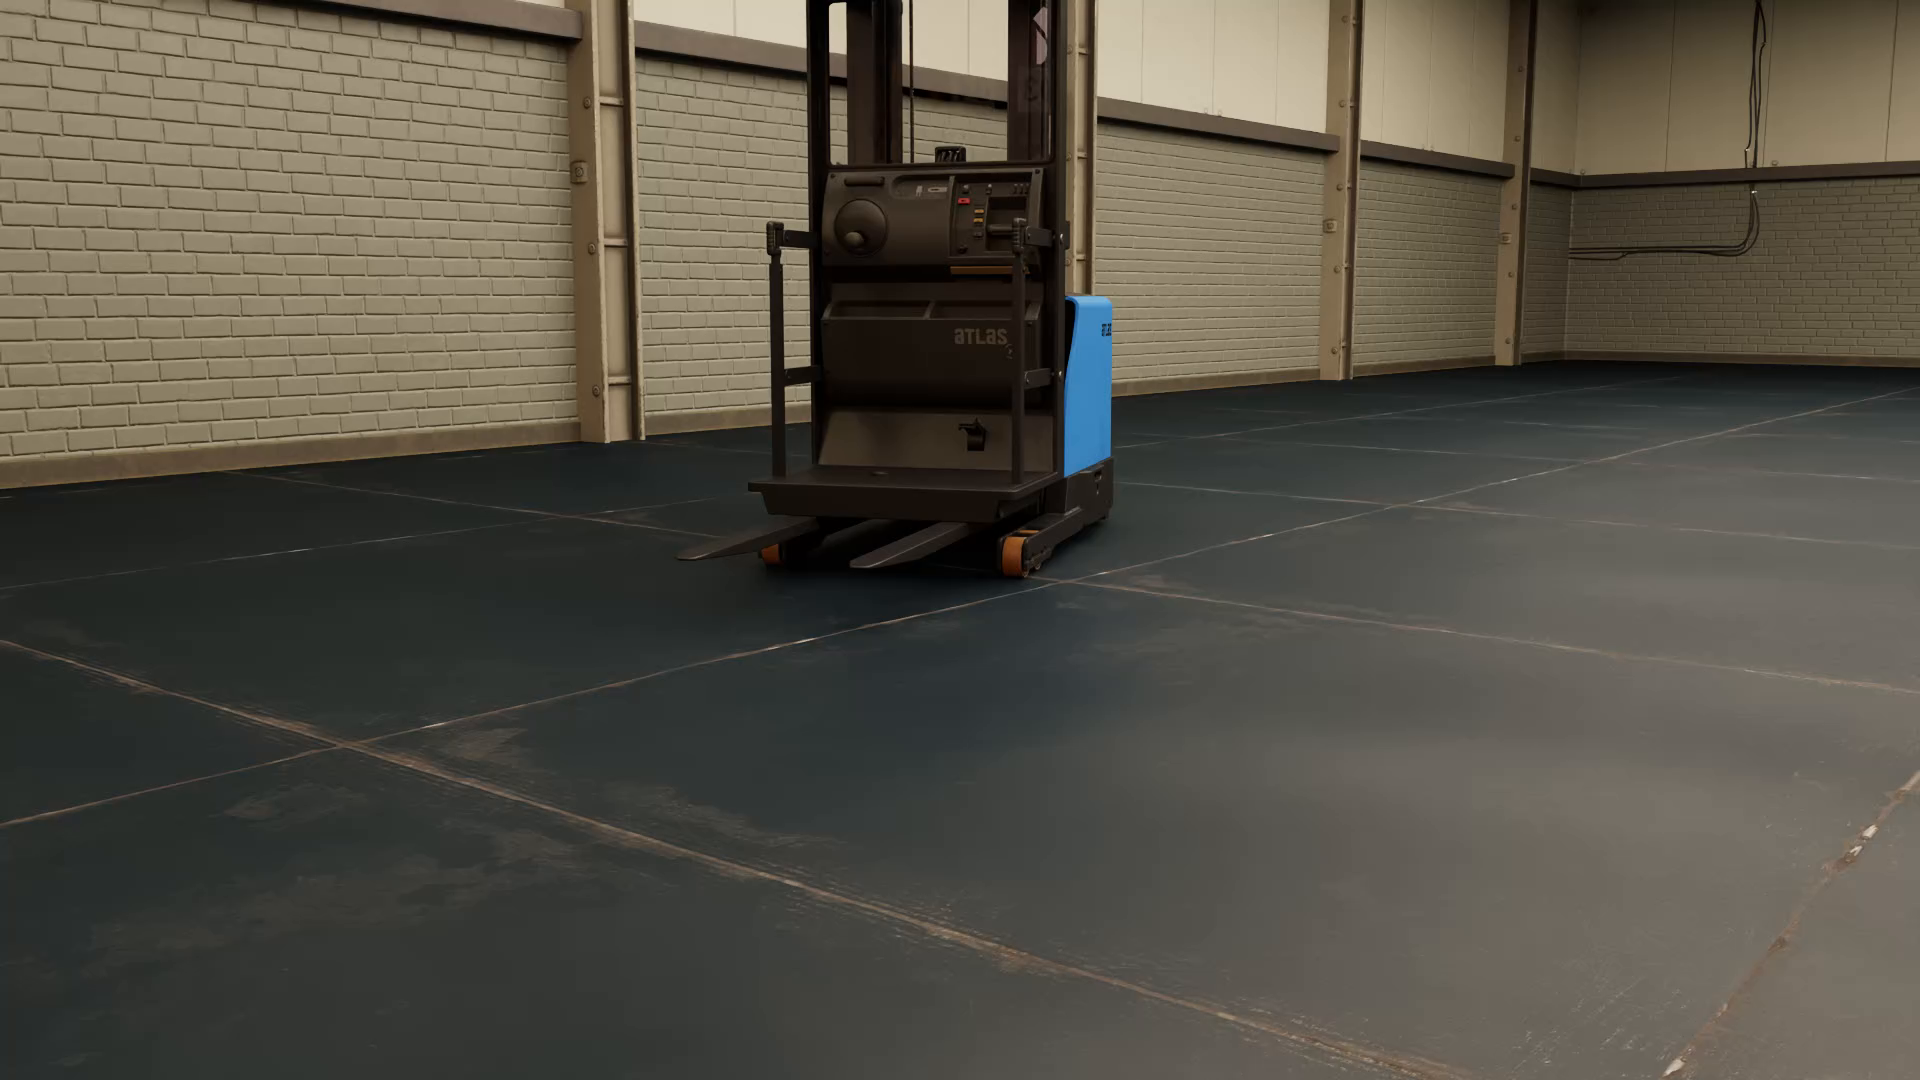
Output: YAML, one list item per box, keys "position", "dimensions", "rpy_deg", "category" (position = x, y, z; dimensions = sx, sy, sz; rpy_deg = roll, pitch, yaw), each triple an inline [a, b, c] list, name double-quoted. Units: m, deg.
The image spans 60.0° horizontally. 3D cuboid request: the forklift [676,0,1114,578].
- position: [-0.176, -1.366, 6.616]
  dimensions: [1.130, 2.935, 3.031]
  rpy_deg: [3, 9, 17]
  category: "forklift"
